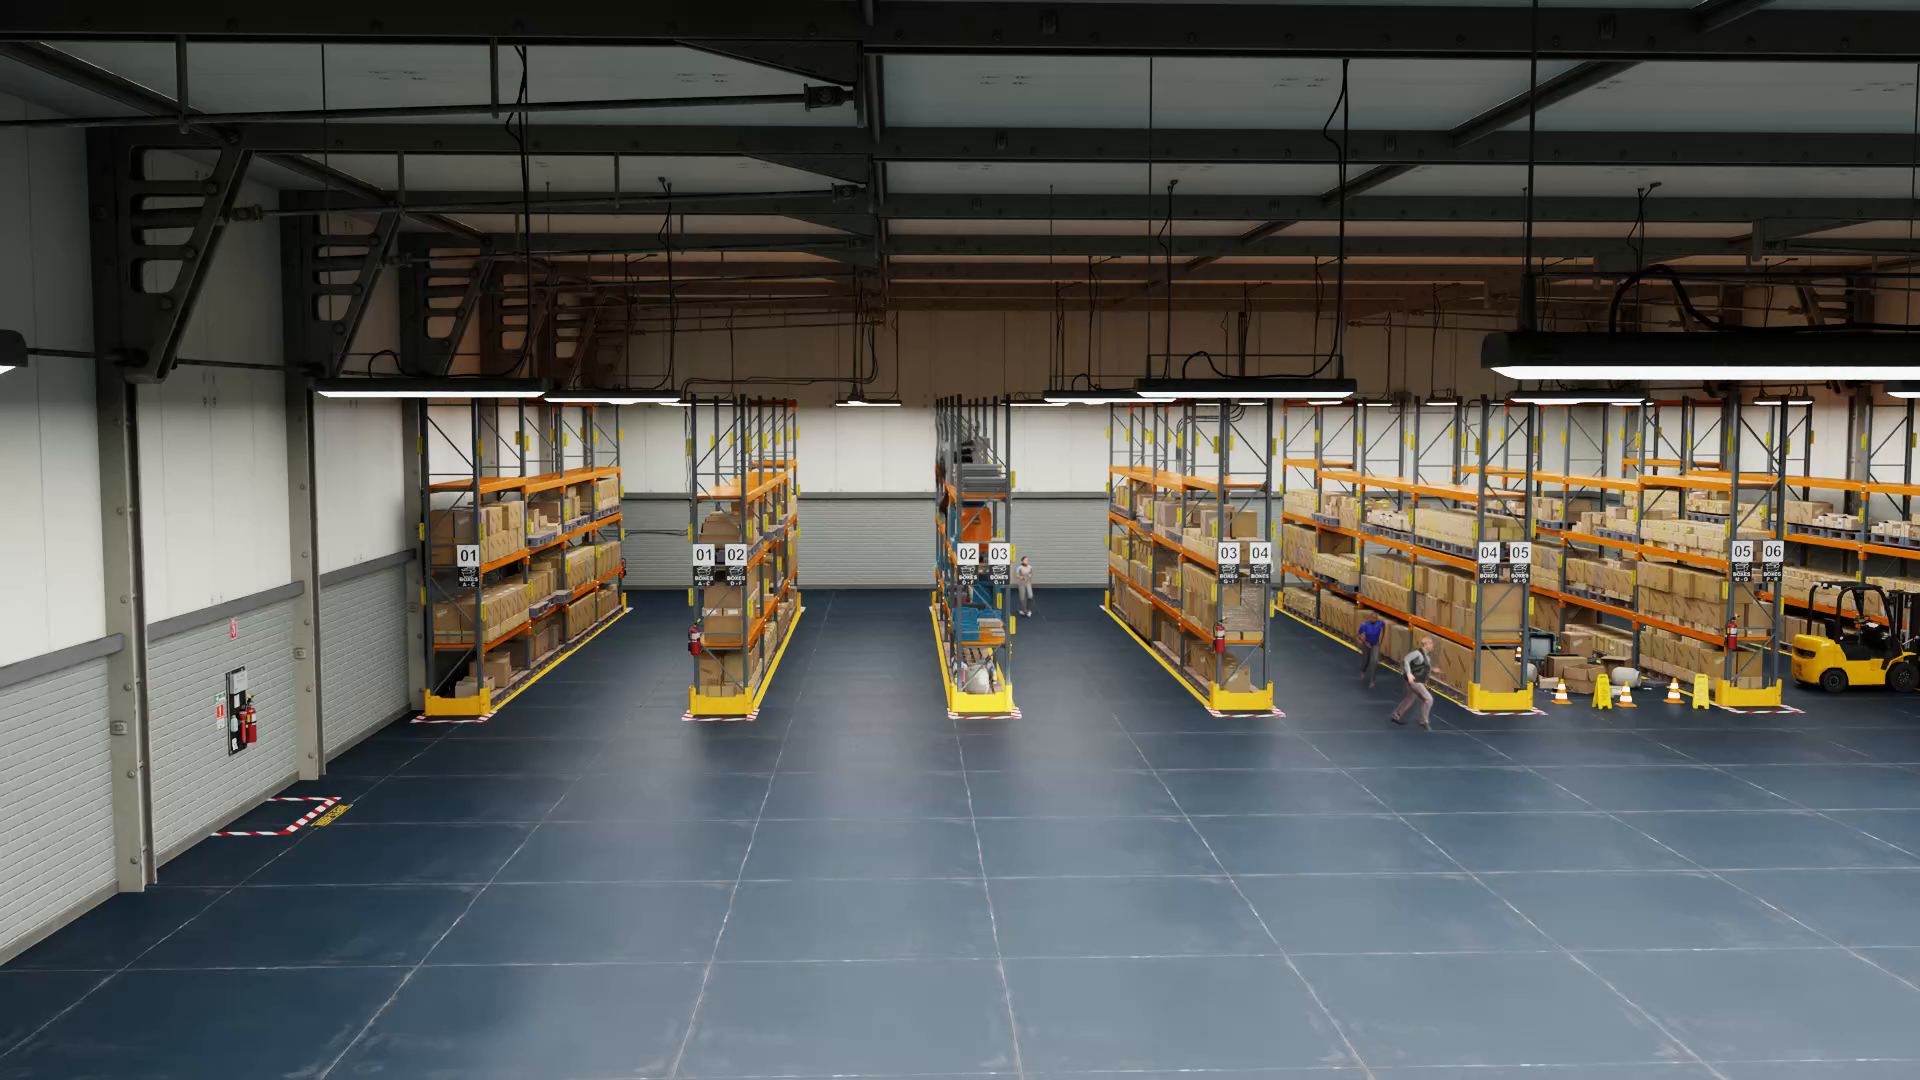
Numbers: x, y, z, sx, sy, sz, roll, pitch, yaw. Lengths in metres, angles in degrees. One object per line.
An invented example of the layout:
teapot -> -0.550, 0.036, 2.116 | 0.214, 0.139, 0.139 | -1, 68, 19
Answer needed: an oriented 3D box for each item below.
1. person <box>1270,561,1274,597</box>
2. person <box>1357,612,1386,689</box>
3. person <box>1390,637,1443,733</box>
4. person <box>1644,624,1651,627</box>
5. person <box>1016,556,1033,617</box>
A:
person -> 8.945, 1.135, 48.690 | 0.645, 1.560, 0.558 | -4, 6, -38
person -> 8.500, 2.292, 34.517 | 0.609, 1.517, 0.975 | 0, 4, -2
person -> 8.096, 2.567, 29.629 | 0.919, 1.712, 0.676 | 3, 5, 34
person -> 17.338, 1.548, 41.765 | 0.628, 1.751, 0.640 | -1, 5, -10
person -> 1.785, 1.287, 45.945 | 0.510, 1.697, 0.758 | -1, 5, -12
